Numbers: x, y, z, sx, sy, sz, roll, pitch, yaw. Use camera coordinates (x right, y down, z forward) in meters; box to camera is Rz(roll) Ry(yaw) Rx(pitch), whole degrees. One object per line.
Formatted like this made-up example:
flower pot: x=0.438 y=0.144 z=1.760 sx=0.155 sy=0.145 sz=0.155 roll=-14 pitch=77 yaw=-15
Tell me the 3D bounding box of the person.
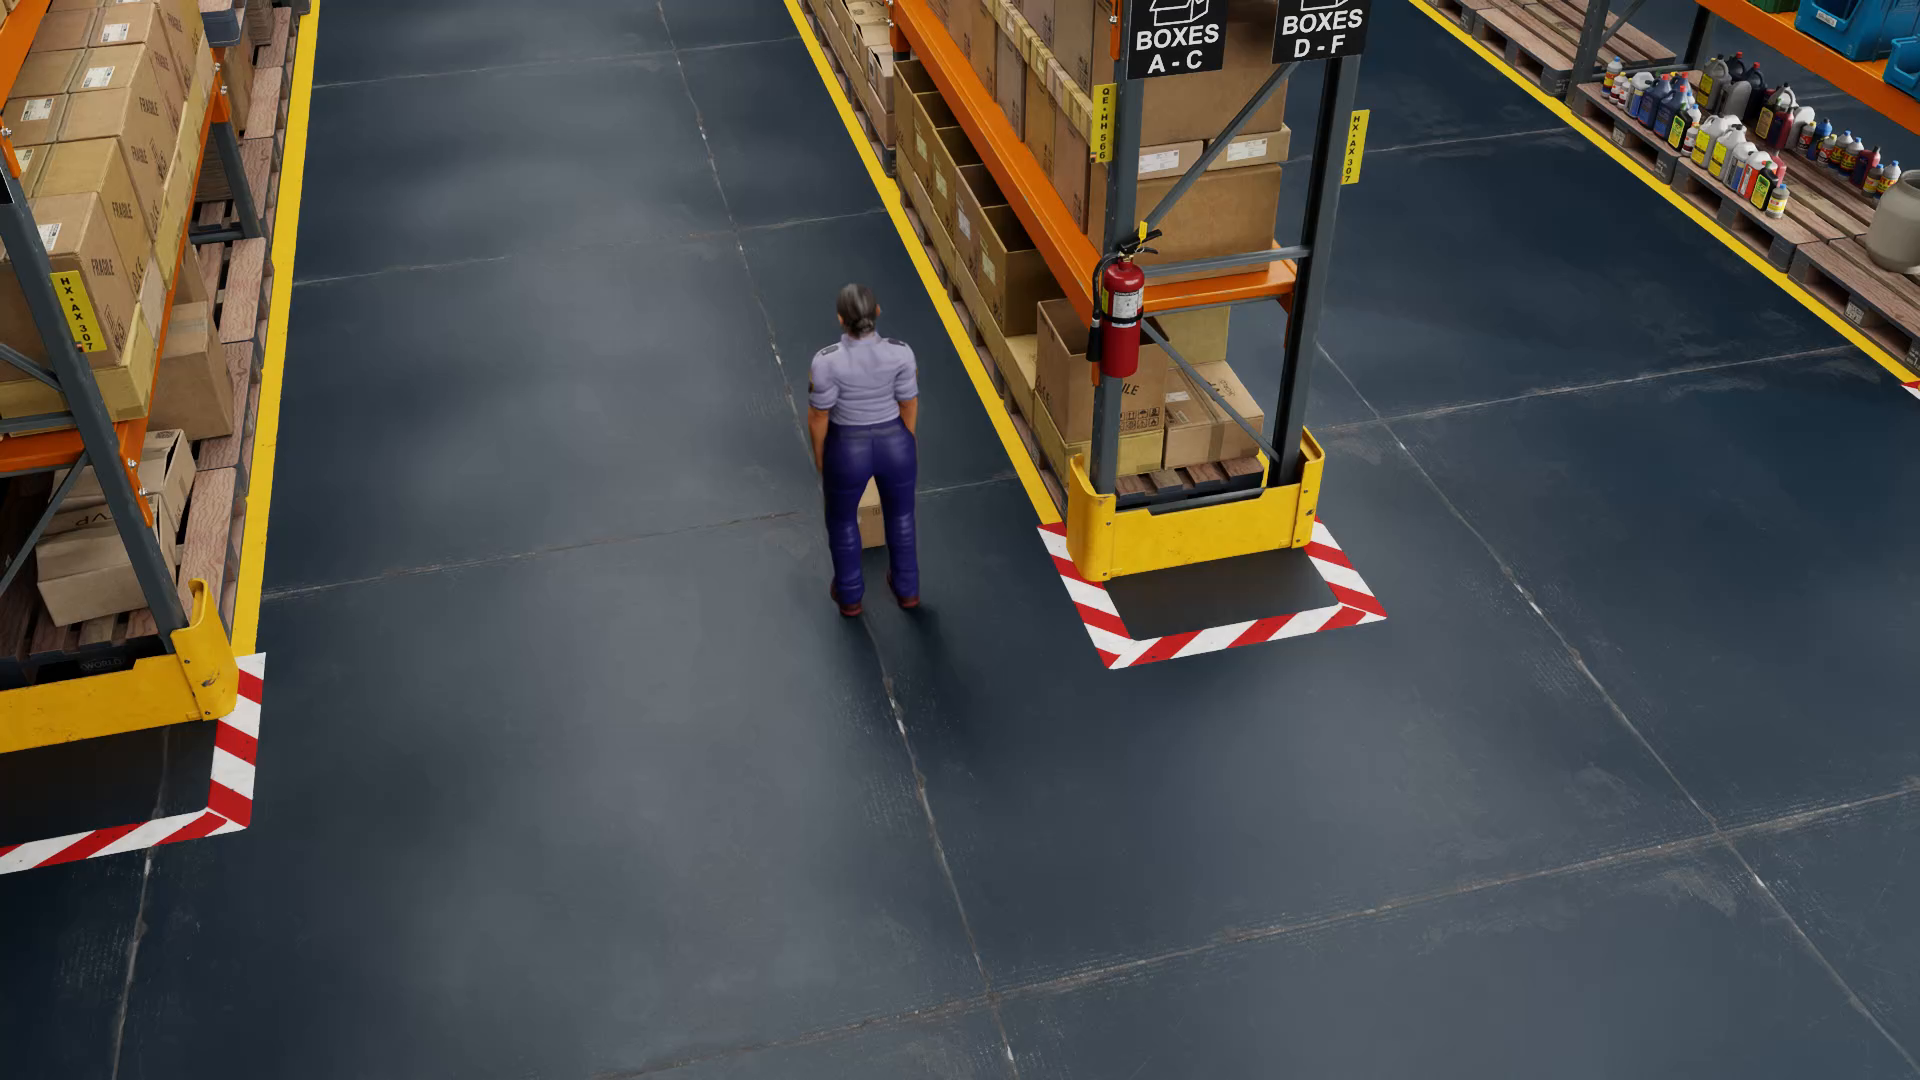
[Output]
person: x=-0.416 y=-0.382 z=7.217 sx=0.465 sy=1.648 sz=0.341 roll=-9 pitch=39 yaw=-11
